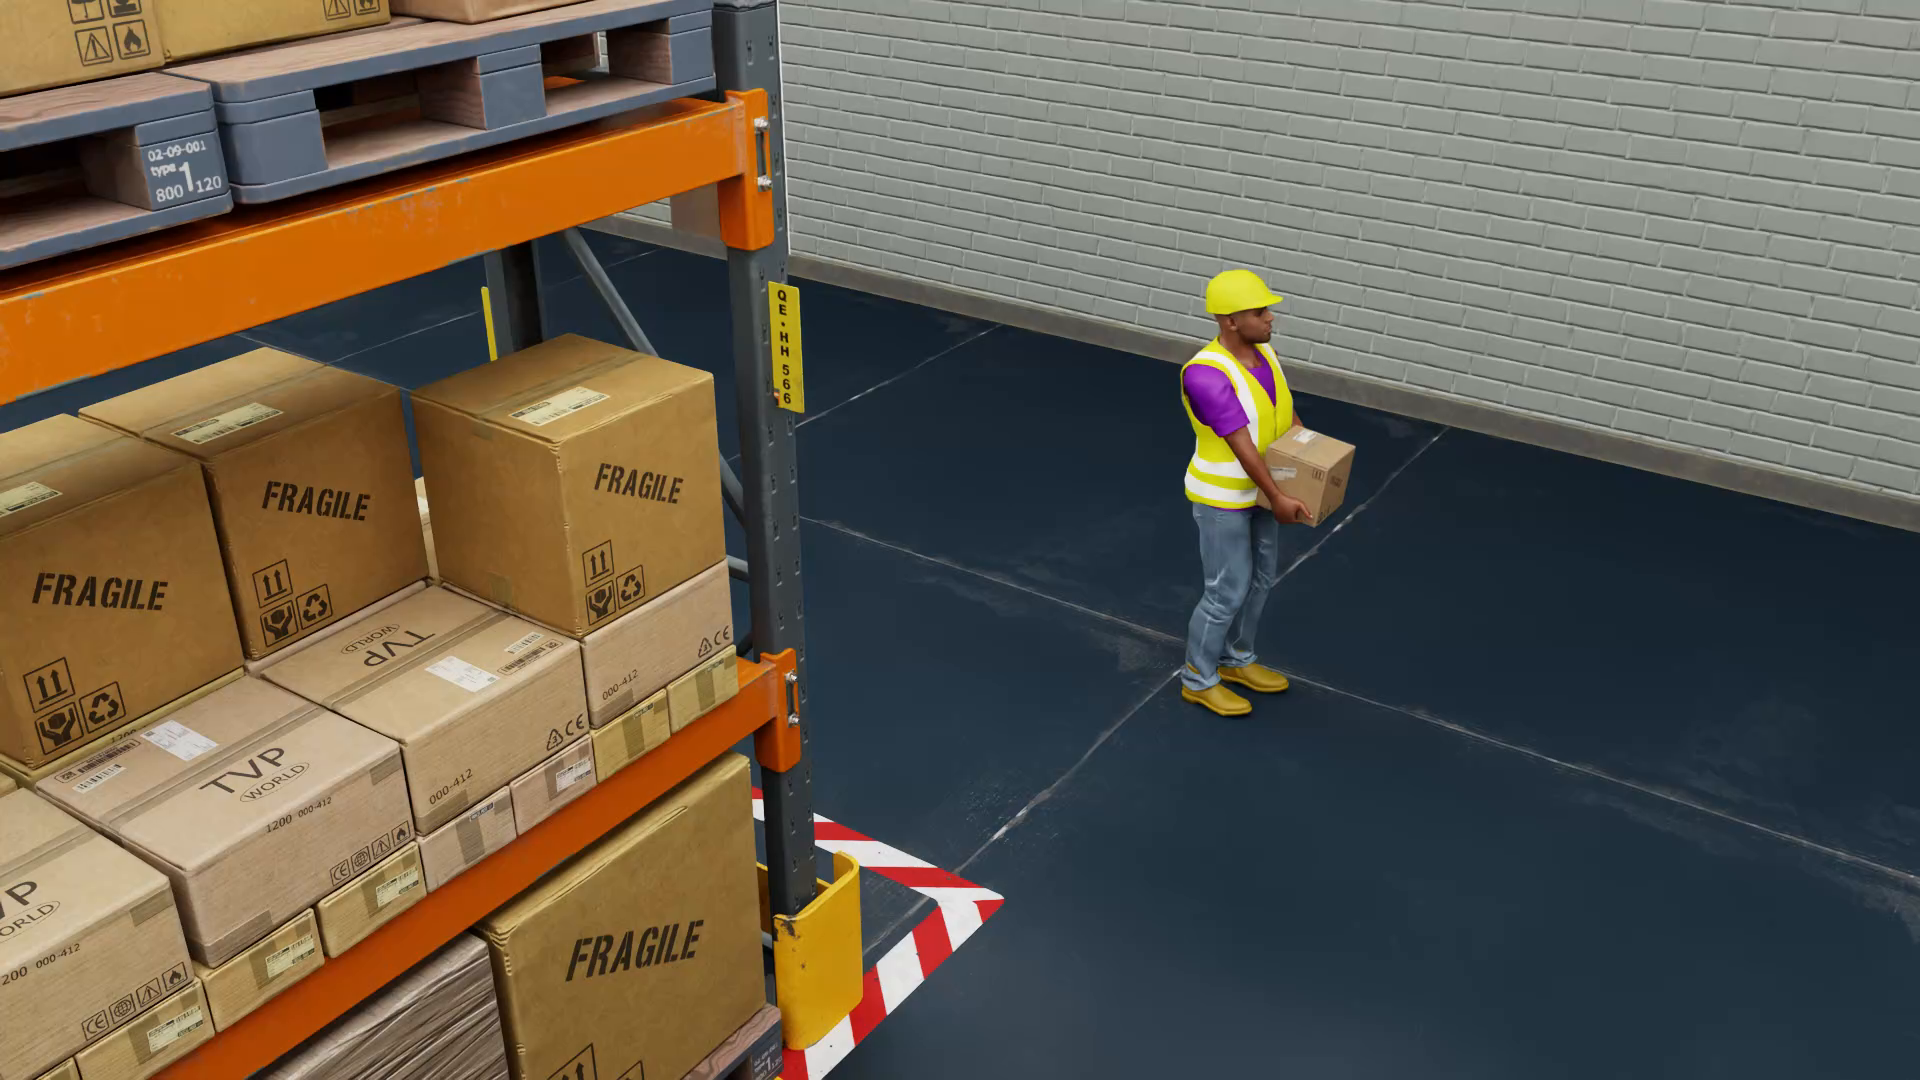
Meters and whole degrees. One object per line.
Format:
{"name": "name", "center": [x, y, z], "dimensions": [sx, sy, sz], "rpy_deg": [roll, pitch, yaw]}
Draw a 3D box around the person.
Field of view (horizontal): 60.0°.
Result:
{"name": "person", "center": [1.149, -0.160, 6.414], "dimensions": [0.577, 1.761, 0.502], "rpy_deg": [17, 32, 31]}
